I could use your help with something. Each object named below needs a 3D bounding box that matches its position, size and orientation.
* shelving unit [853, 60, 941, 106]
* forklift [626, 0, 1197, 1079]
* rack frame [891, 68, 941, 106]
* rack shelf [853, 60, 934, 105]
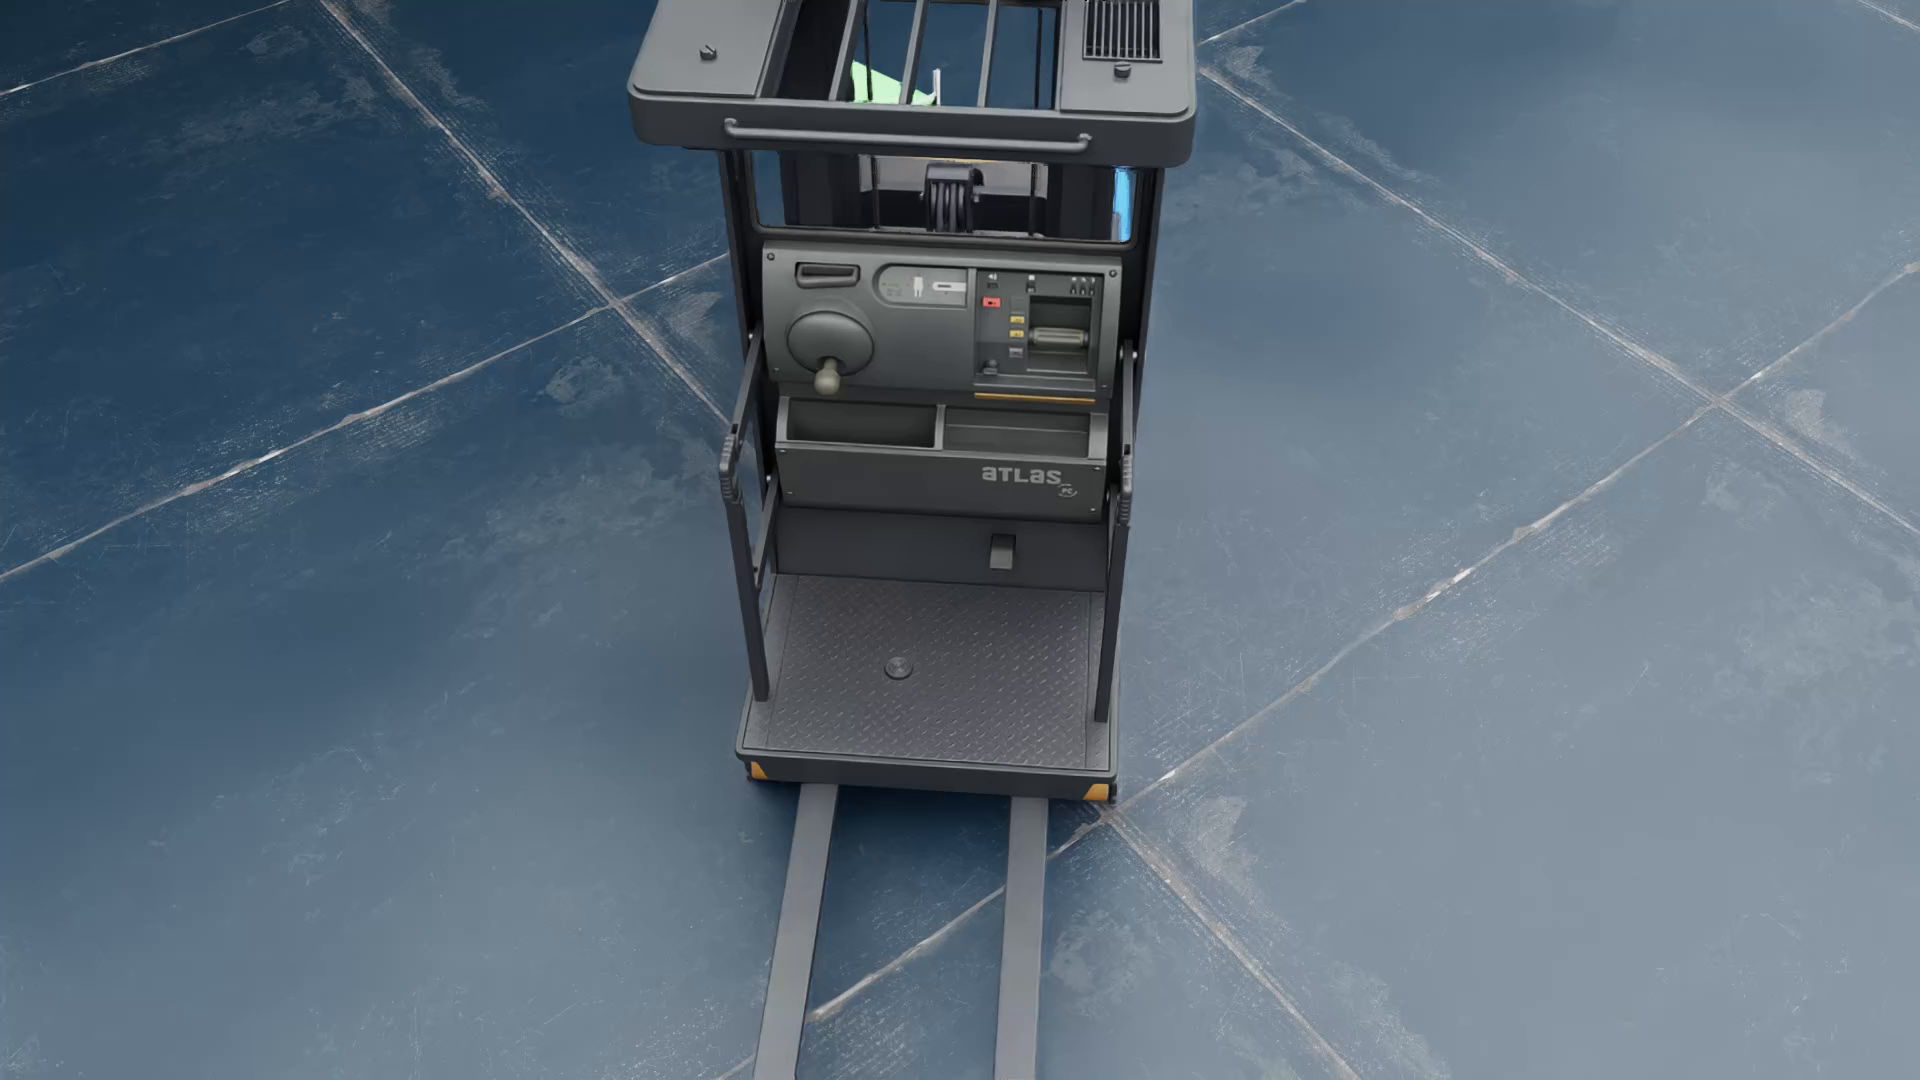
[{"bbox_3d":[-0.334,-1.219,6.045,0.503,1.200,0.258,31,55,25],"label":"shelving unit"},{"bbox_3d":[-0.065,-0.460,4.189,1.130,2.935,3.031,3,48,3],"label":"forklift"},{"bbox_3d":[-0.145,-1.105,5.942,0.015,1.200,0.240,31,55,25],"label":"rack frame"},{"bbox_3d":[-0.334,-1.499,5.737,0.480,0.148,0.258,31,55,25],"label":"rack shelf"}]
